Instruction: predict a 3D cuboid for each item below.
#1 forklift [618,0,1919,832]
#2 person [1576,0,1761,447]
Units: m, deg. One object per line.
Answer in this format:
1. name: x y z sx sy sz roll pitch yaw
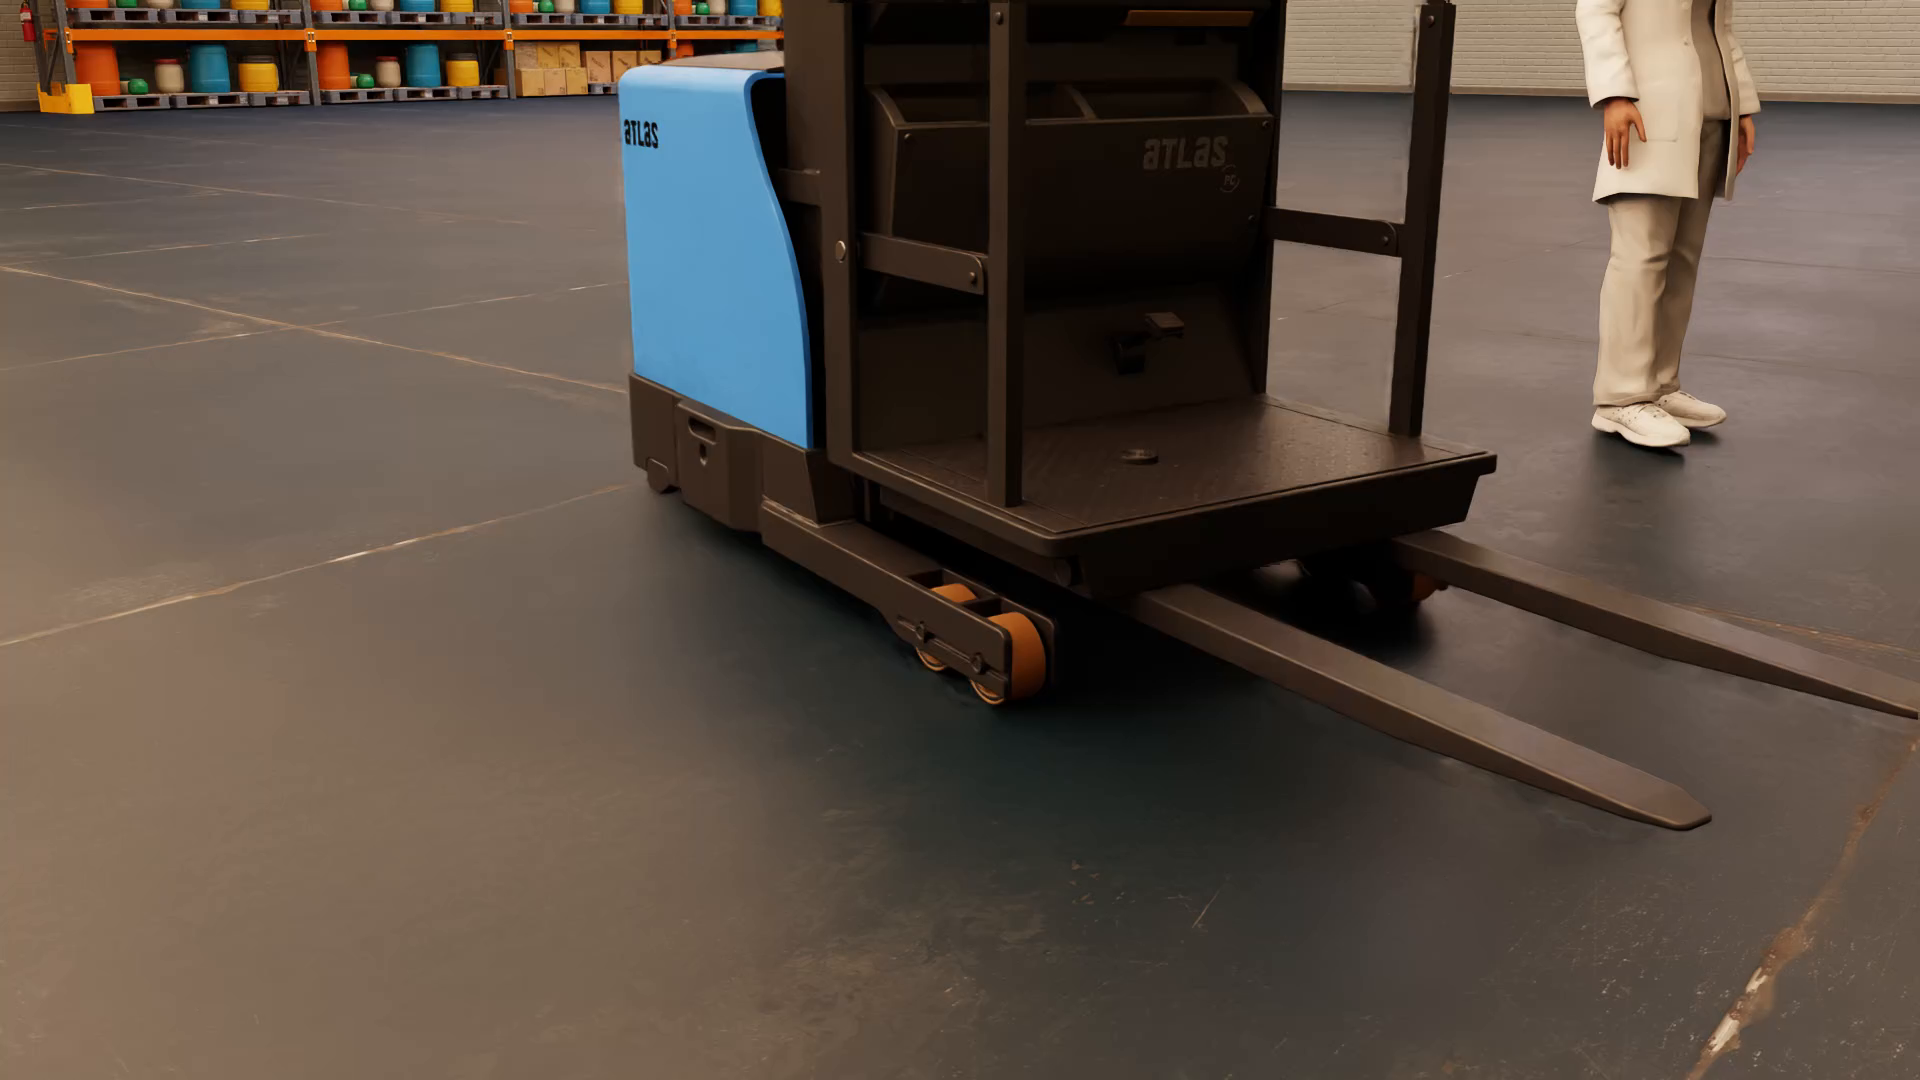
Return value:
1. forklift: 0.353 -1.262 3.055 1.130 2.935 3.031 -10 20 -31
2. person: 2.141 -1.207 4.832 0.697 1.776 0.582 -10 20 -30
